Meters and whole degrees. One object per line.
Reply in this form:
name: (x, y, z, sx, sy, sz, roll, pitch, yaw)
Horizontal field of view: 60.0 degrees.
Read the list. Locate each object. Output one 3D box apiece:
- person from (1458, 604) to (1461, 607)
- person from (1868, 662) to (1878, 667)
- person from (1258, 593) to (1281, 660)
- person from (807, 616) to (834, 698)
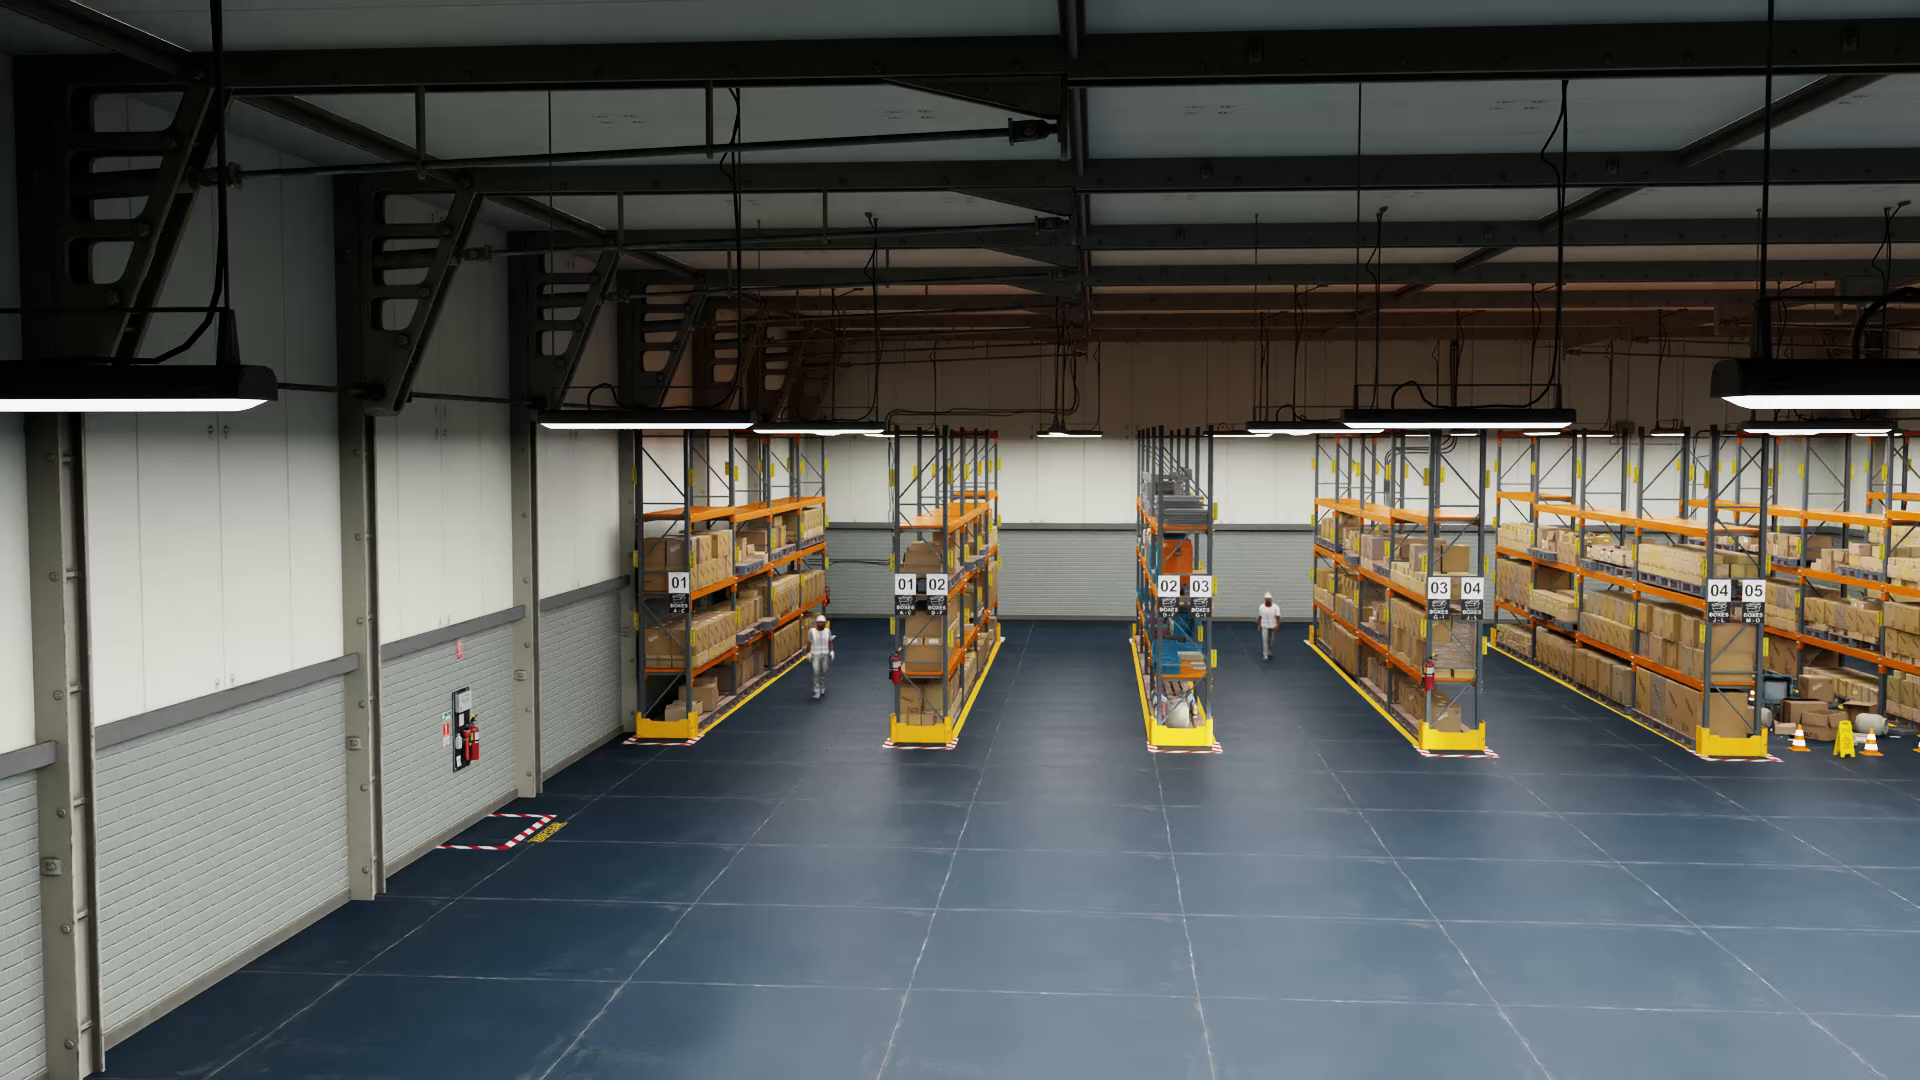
person: (13.488, 2.188, 44.152, 0.614, 1.776, 0.610, 0, 3, 4)
person: (23.271, 2.394, 41.985, 0.509, 1.643, 0.528, -1, 4, -20)
person: (8.066, 2.249, 43.352, 0.577, 1.707, 1.085, 0, 3, 8)
person: (-3.095, 2.614, 37.257, 0.570, 1.814, 0.680, -1, 4, -20)
